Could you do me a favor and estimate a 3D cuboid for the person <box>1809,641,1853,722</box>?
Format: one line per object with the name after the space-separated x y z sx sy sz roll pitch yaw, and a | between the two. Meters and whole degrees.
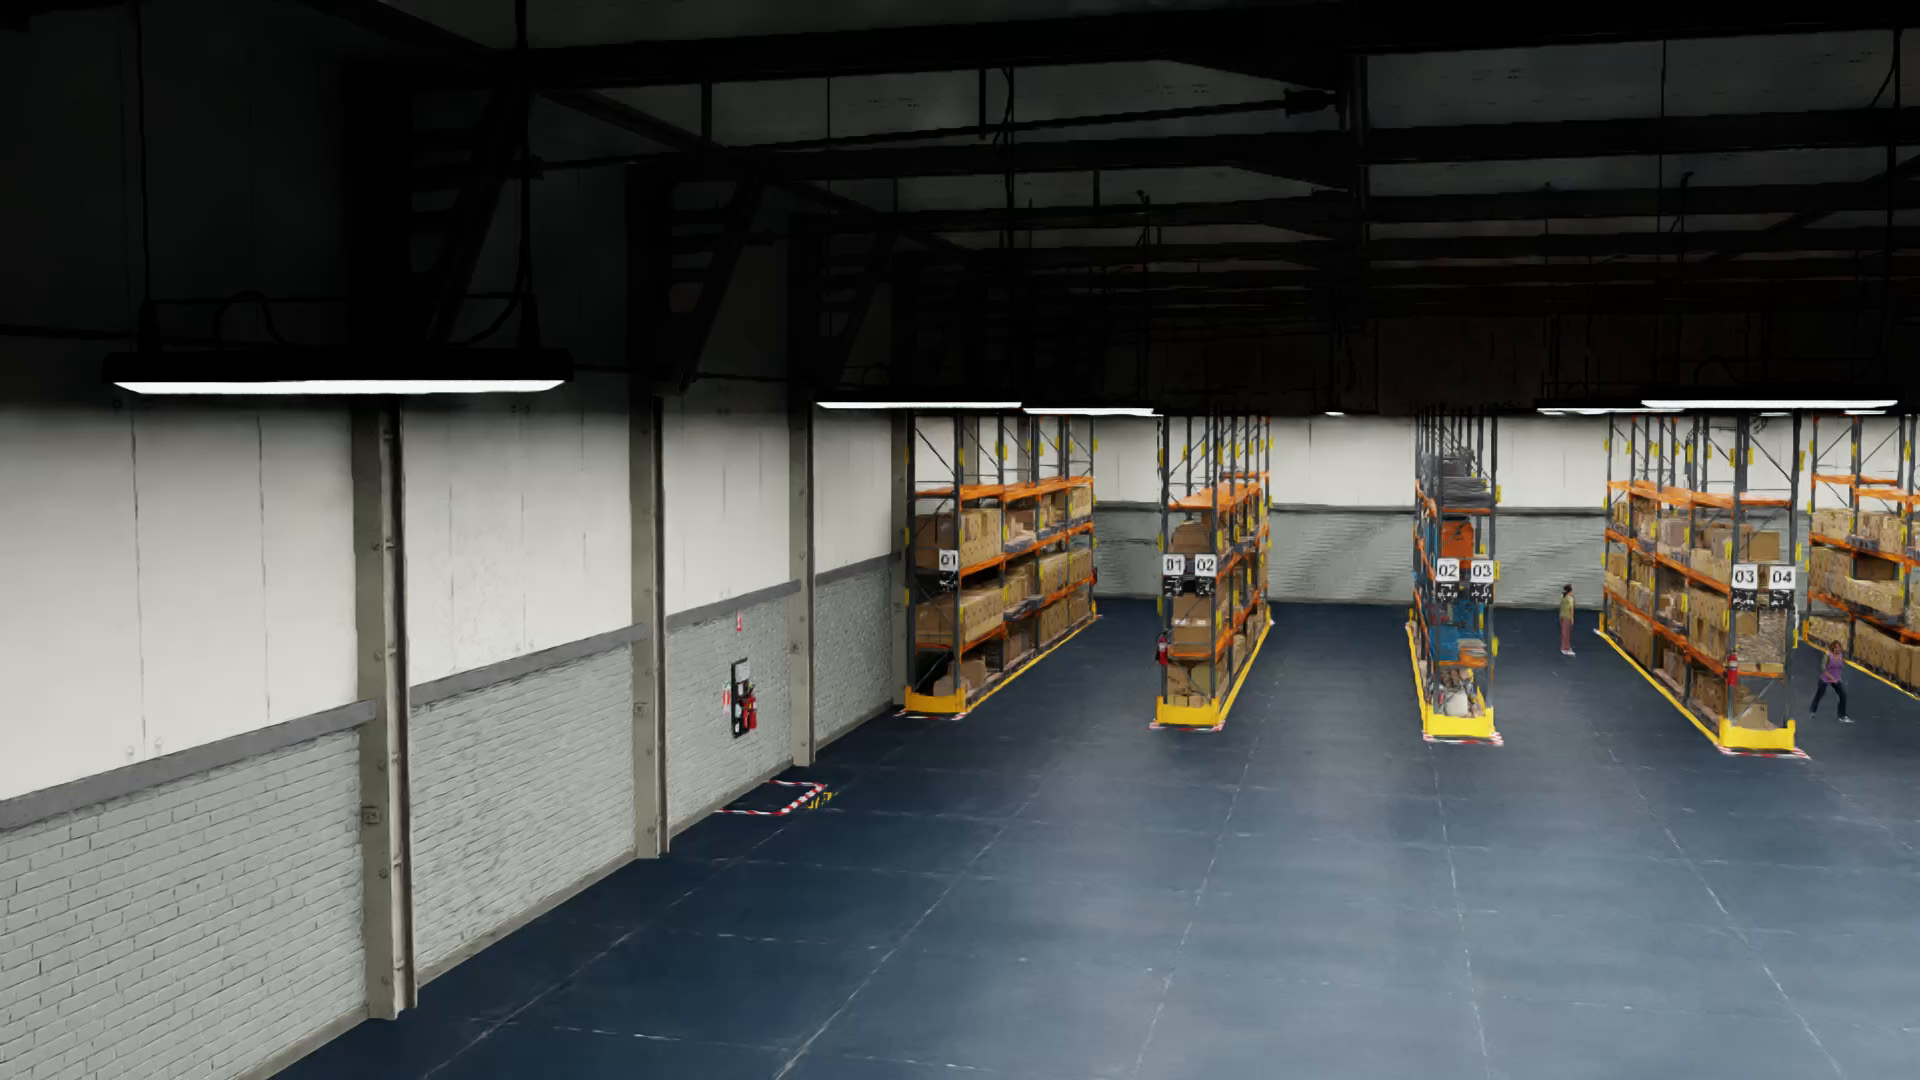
16.508 2.650 31.544 0.561 1.525 0.788 0 4 -4 | person

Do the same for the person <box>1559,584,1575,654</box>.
14.840 1.919 40.539 0.451 1.679 0.540 -1 4 -15 | person

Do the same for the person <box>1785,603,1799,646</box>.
19.788 2.018 39.728 0.488 1.587 1.079 1 4 12 | person
